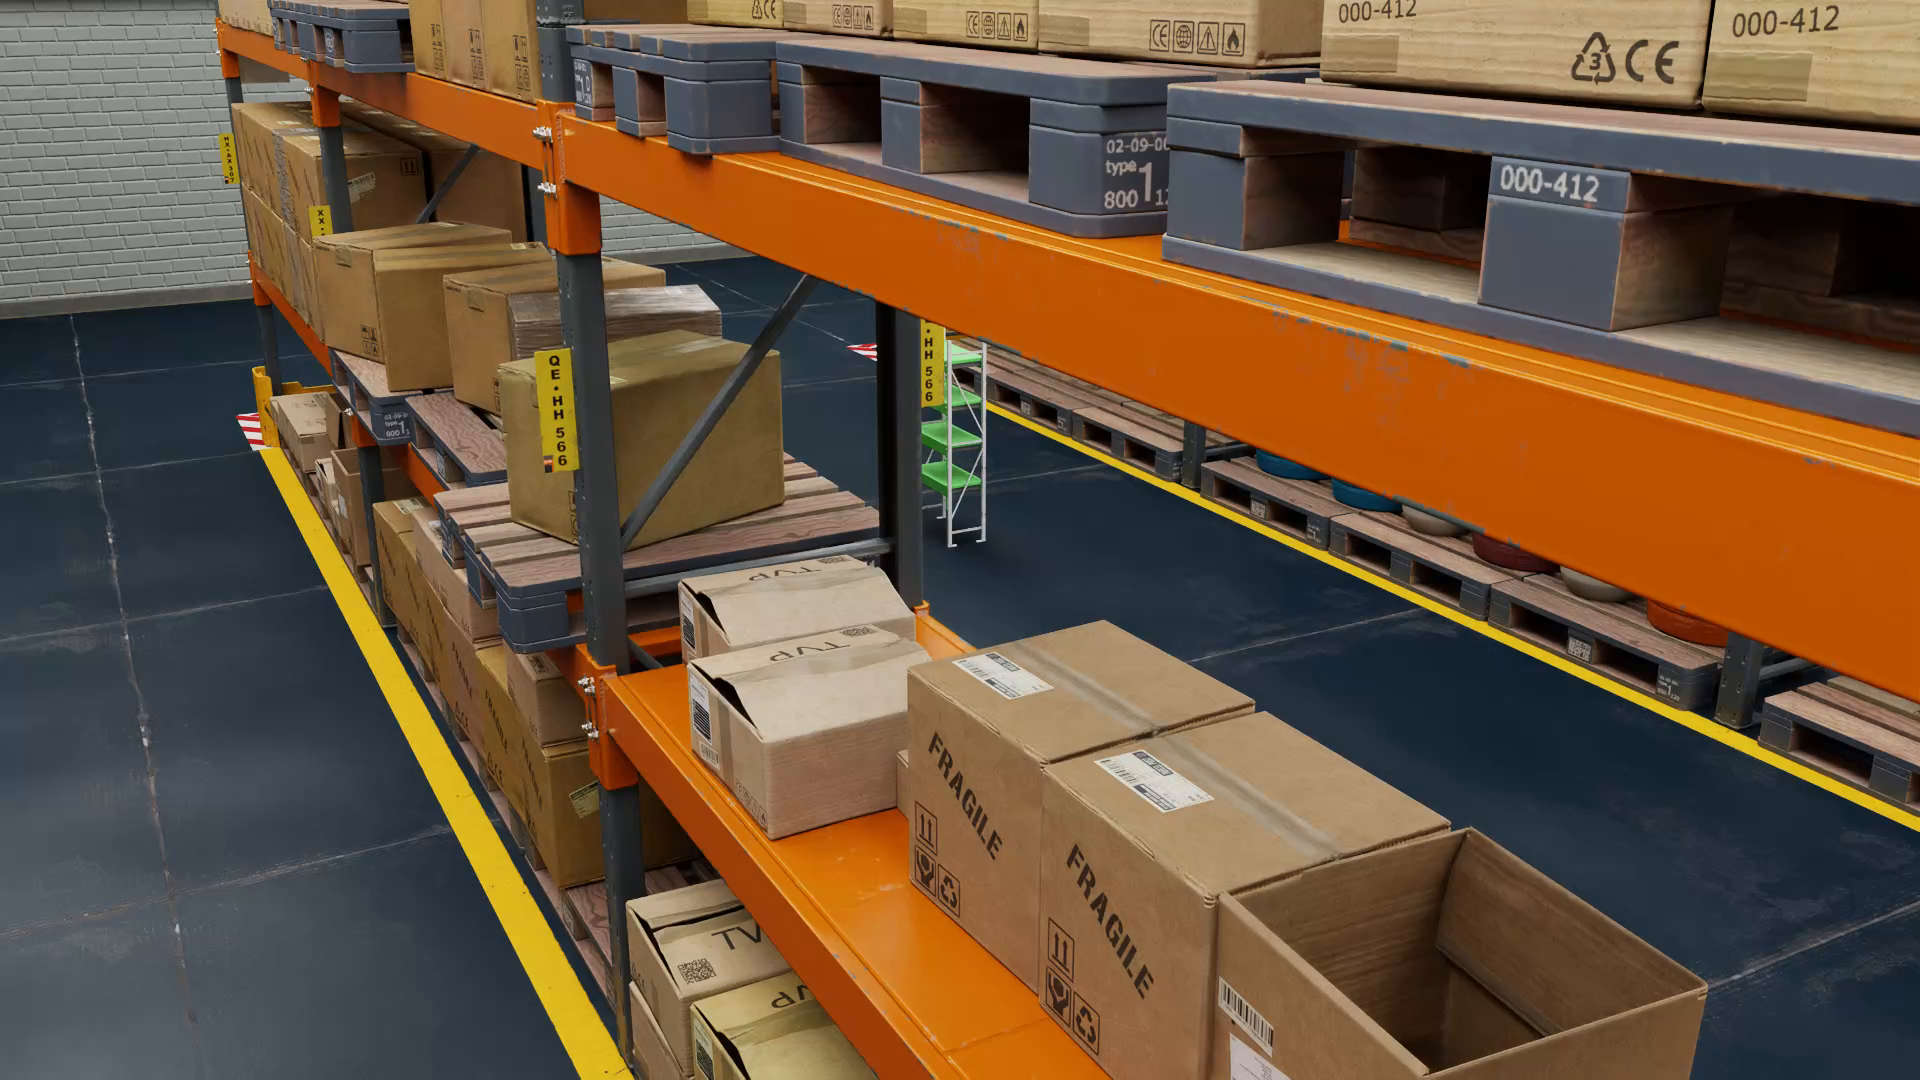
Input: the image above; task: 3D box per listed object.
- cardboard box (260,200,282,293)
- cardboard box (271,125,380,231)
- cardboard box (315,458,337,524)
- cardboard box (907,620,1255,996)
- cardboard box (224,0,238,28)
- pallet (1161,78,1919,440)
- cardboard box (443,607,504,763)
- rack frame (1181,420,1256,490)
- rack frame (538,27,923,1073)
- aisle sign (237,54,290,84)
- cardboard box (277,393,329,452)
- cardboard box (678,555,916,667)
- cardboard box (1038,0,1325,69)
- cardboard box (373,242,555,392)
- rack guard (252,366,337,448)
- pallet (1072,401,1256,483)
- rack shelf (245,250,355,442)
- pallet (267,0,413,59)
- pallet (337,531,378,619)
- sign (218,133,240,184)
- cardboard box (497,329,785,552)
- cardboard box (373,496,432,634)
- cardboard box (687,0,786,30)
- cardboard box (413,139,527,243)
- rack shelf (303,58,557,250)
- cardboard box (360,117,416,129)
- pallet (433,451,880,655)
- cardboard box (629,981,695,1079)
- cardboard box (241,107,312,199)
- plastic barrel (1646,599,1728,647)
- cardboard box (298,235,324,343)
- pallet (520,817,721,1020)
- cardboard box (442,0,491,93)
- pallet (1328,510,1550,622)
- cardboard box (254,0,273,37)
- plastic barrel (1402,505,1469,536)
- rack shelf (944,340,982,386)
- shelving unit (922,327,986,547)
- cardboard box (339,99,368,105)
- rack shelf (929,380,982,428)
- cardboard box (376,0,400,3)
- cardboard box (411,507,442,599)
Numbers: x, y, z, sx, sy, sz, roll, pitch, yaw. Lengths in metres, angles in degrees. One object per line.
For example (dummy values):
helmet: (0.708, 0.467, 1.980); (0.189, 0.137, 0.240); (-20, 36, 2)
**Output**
cardboard box: (-3.913, -1.797, 10.088); (0.500, 0.500, 0.500); (-10, 21, -27)
cardboard box: (-3.431, -1.978, 9.079); (0.500, 0.500, 0.500); (-10, 21, -26)
cardboard box: (-3.354, -0.334, 9.447); (0.500, 0.311, 0.500); (-10, 21, -27)
cardboard box: (0.233, 0.518, 3.377); (0.500, 0.500, 0.500); (-11, 22, -30)
cardboard box: (-4.131, -3.225, 10.010); (0.500, 0.250, 0.500); (-10, 21, -27)
pallet: (0.891, -0.344, 1.725); (0.805, 0.209, 1.217); (-11, 22, -29)
cardboard box: (-1.729, 0.530, 6.655); (0.500, 0.500, 0.500); (-11, 22, -29)
rack frame: (1.883, -1.828, 10.330); (1.000, 3.000, 0.127); (-10, 21, -27)
rack frame: (-0.578, 0.086, 4.782); (1.000, 3.000, 0.127); (-10, 21, -27)
aisle sign: (-4.668, -3.413, 10.939); (0.394, 0.787, 0.004); (-10, 21, -27)
cardboard box: (-4.131, -0.775, 10.819); (0.500, 0.250, 0.500); (-10, 21, -27)
cardboard box: (-0.444, 0.240, 4.475); (0.500, 0.311, 0.500); (-9, 21, -23)
cardboard box: (0.467, -0.869, 2.539); (0.500, 0.250, 0.500); (-12, 22, -31)
cardboard box: (-2.067, -0.949, 6.987); (0.700, 0.500, 0.500); (-6, 20, -18)
rack guard: (-4.341, -1.007, 11.782); (1.175, 0.500, 0.348); (-10, 21, -27)
pallet: (1.500, -0.715, 11.380); (1.003, 0.211, 1.213); (-10, 21, -27)
rack shelf: (-3.428, -1.296, 9.891); (1.077, 0.370, 4.000); (-10, 21, -27)
pallet: (-2.230, -2.193, 7.077); (1.213, 0.211, 1.003); (-10, 21, -27)
pallet: (-2.803, 0.059, 9.137); (1.003, 0.211, 1.213); (-10, 21, -27)
sign: (-4.855, -2.535, 11.053); (0.100, 0.325, 0.005); (-10, 21, -27)
cardboard box: (-0.977, -0.323, 5.171); (0.500, 0.500, 0.700); (16, 25, 39)
cardboard box: (-2.463, 0.088, 7.934); (0.500, 0.500, 0.500); (-11, 22, -29)
cardboard box: (-0.313, -1.338, 3.897); (0.500, 0.250, 0.500); (-12, 22, -31)
cardboard box: (-2.454, -1.761, 8.449); (0.500, 0.500, 0.500); (-9, 21, -25)
rack shelf: (-1.528, -1.566, 6.074); (1.077, 0.370, 4.000); (-10, 21, -27)
cardboard box: (-3.189, -2.204, 9.735); (0.500, 0.500, 0.500); (-9, 21, -25)
pallet: (-0.962, -0.007, 5.346); (1.213, 0.211, 1.003); (-10, 21, -27)
cardboard box: (-0.588, 1.384, 4.595); (0.500, 0.250, 0.500); (-10, 21, -27)
cardboard box: (-4.144, -2.413, 10.339); (0.500, 0.500, 0.500); (-10, 21, -26)
plastic barrel: (3.535, 0.010, 7.688); (0.600, 0.830, 0.708); (-10, 21, -27)
cardboard box: (-3.187, -1.361, 8.823); (0.500, 0.500, 0.500); (-9, 21, -25)
pallet: (-0.900, 1.184, 5.875); (1.003, 0.211, 1.213); (-10, 21, -27)
cardboard box: (-1.057, -1.645, 5.049); (0.910, 0.500, 0.500); (-10, 21, -27)
pallet: (2.796, 0.069, 9.108); (1.003, 0.211, 1.213); (-10, 21, -27)
cardboard box: (-3.416, -2.795, 8.763); (0.500, 0.250, 0.500); (-10, 21, -27)
plastic barrel: (2.652, -0.312, 9.109); (0.421, 0.512, 0.421); (0, 19, 0)
rack shelf: (-0.079, -1.008, 9.438); (0.258, 0.148, 0.480); (-10, 21, -27)
shelving unit: (-0.079, -0.615, 9.573); (0.258, 1.200, 0.503); (-10, 21, -27)
cardboard box: (-3.924, -2.645, 11.012); (0.500, 0.500, 0.500); (-10, 22, -27)
rack shelf: (-0.079, -0.781, 9.516); (0.258, 0.148, 0.480); (-10, 21, -27)
cardboard box: (-1.966, -2.428, 6.522); (0.600, 0.600, 0.600); (-10, 22, -27)
cardboard box: (-1.988, 0.021, 6.980); (0.500, 0.250, 0.500); (-10, 21, -27)
